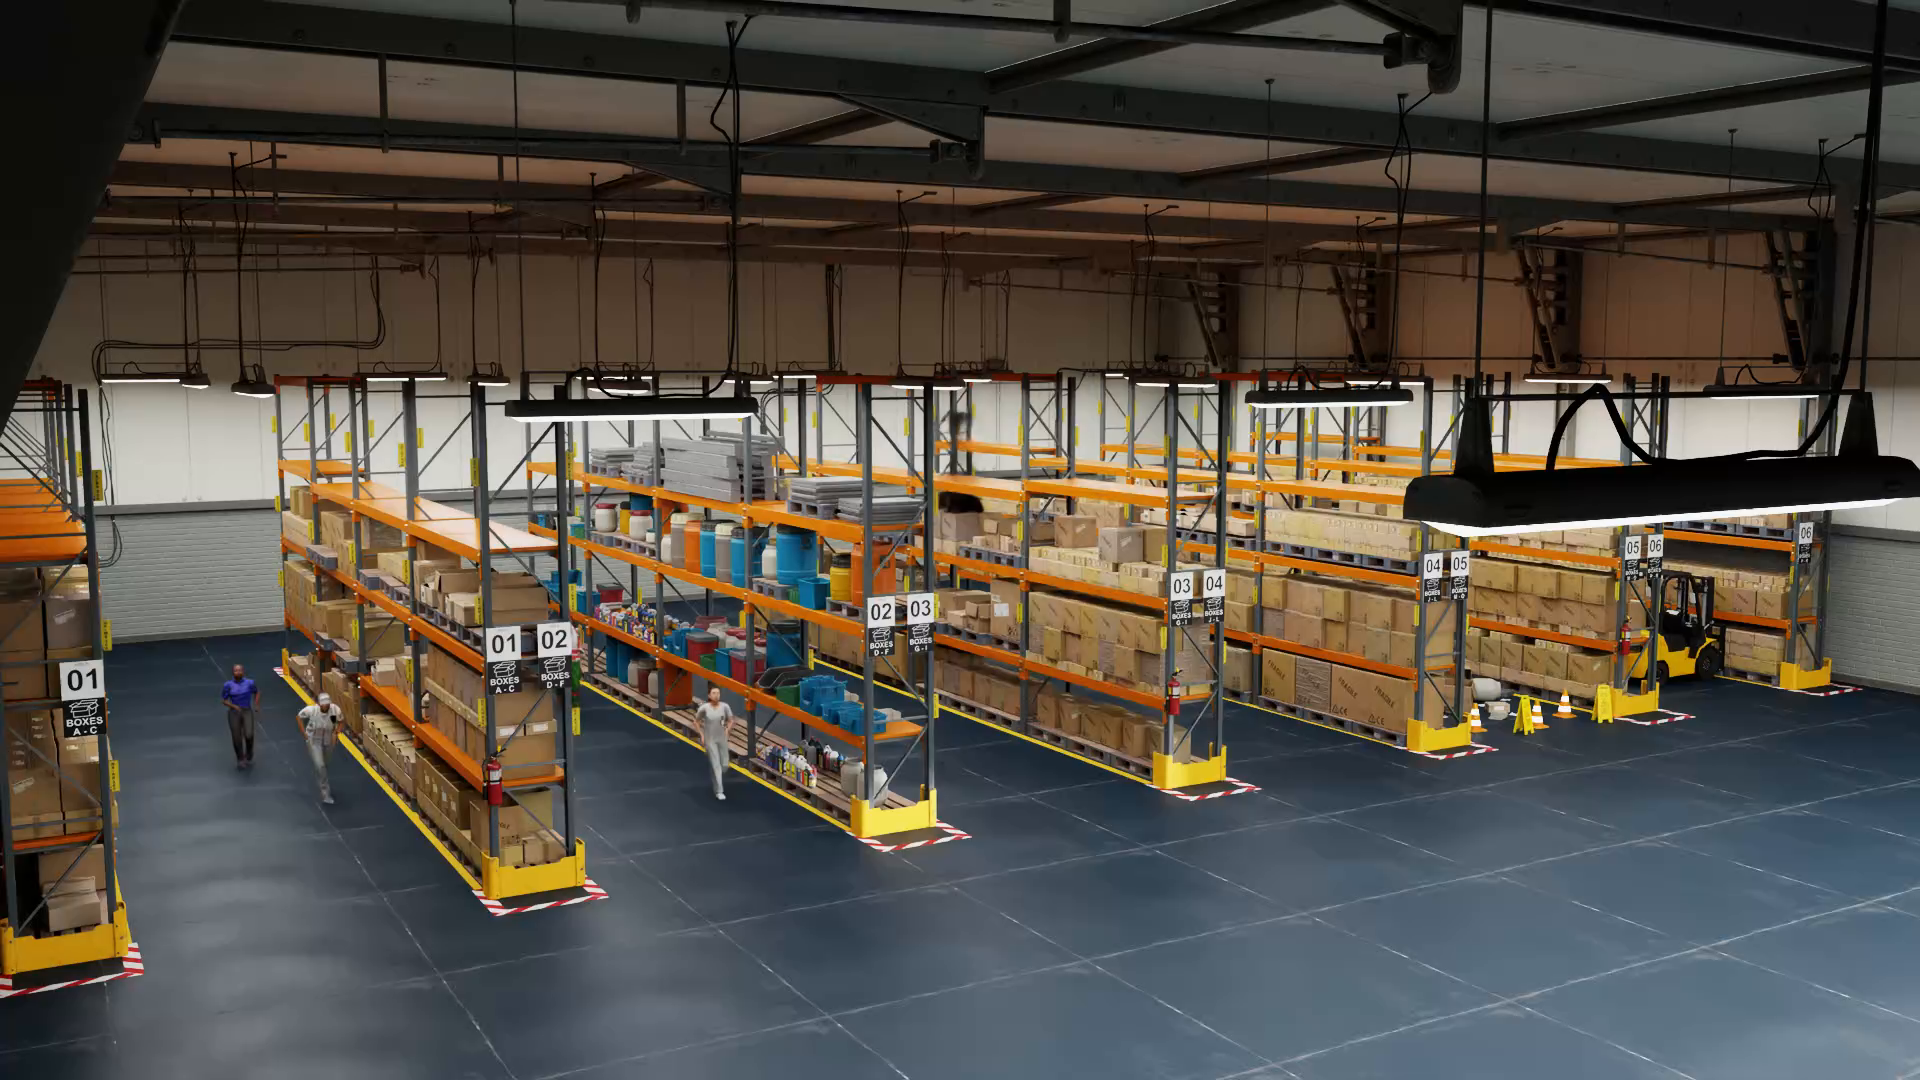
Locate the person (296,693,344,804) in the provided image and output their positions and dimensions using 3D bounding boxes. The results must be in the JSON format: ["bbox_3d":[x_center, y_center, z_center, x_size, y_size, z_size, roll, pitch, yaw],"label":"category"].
[{"bbox_3d":[-9.221,2.951,23.982,0.642,1.627,1.020,-4,7,-30],"label":"person"}]

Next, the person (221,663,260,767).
[{"bbox_3d":[-11.102,2.718,25.706,0.561,1.618,0.562,-3,7,-26],"label":"person"}]

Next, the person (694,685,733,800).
[{"bbox_3d":[-3.549,2.893,24.011,0.563,1.632,0.697,-2,7,-21],"label":"person"}]

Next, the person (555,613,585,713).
[{"bbox_3d":[-7.002,2.169,29.758,0.655,1.772,0.980,-4,7,-32],"label":"person"}]
